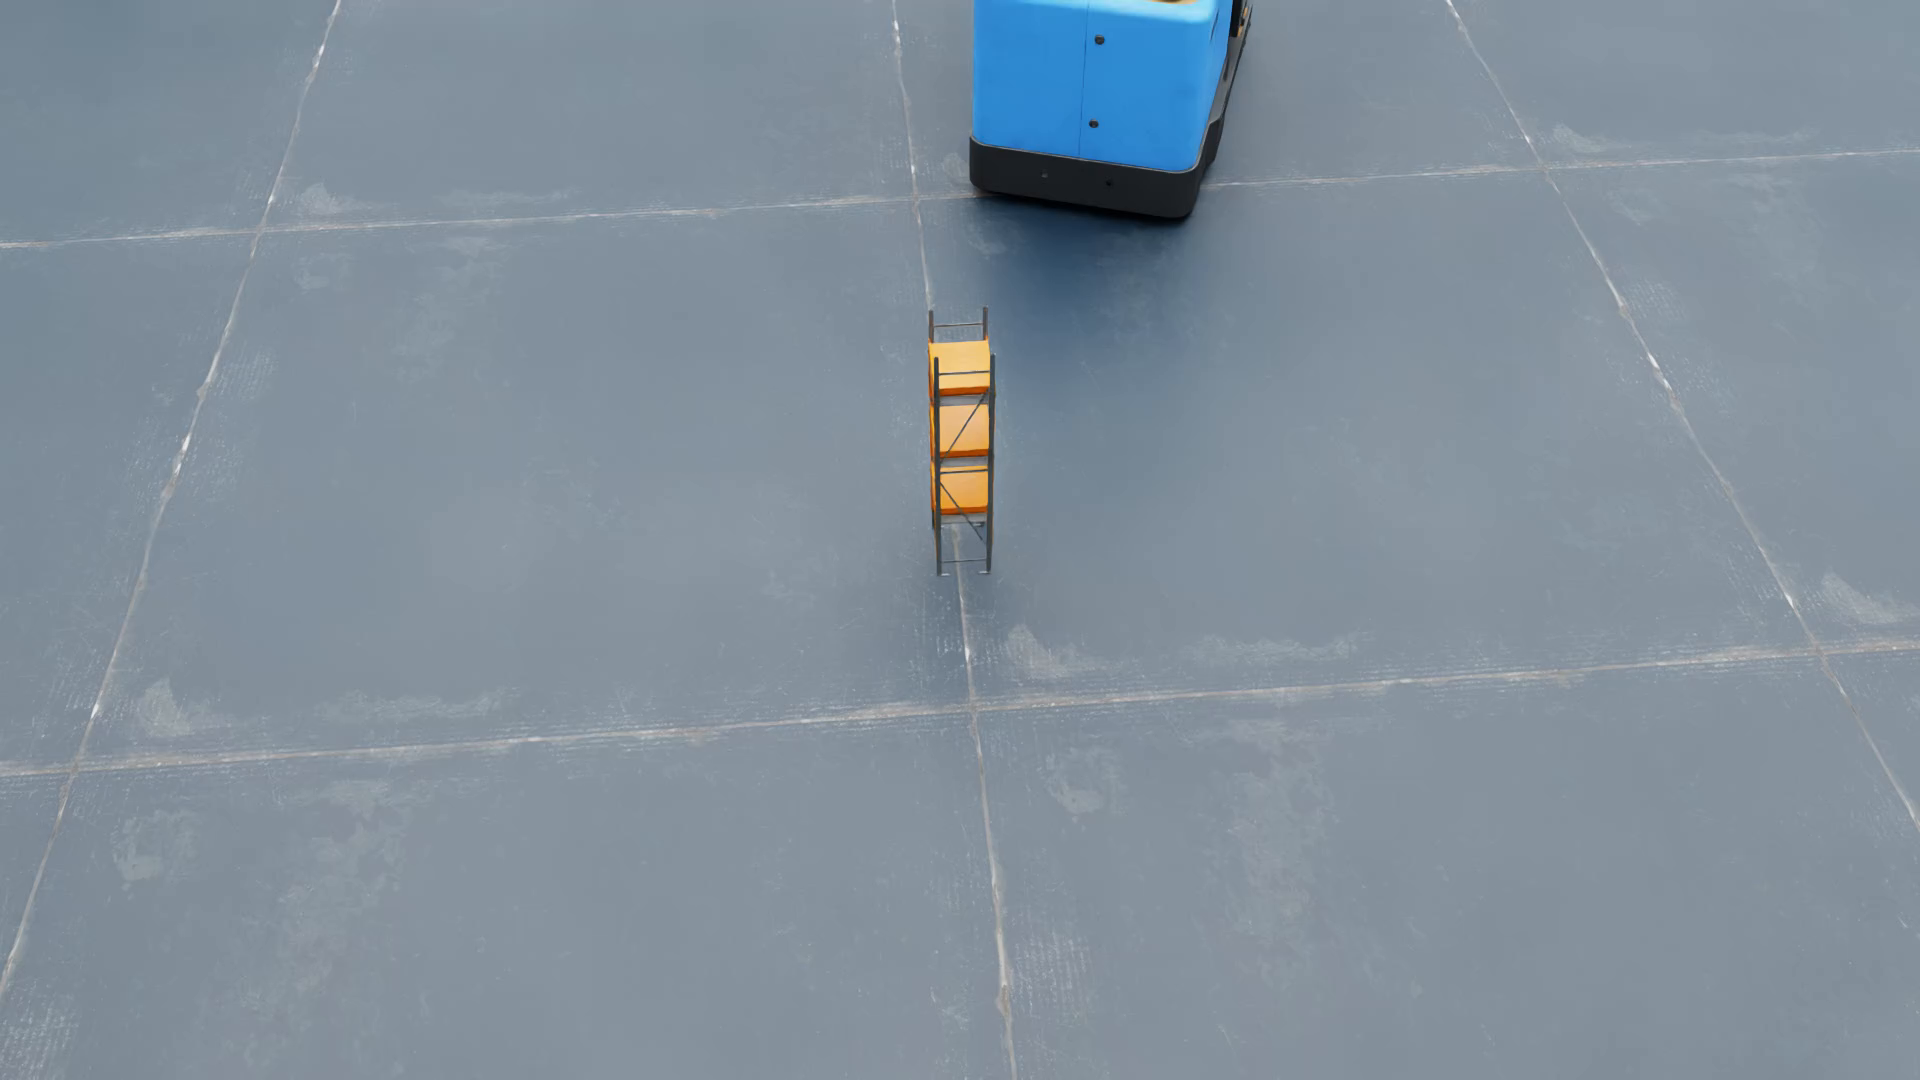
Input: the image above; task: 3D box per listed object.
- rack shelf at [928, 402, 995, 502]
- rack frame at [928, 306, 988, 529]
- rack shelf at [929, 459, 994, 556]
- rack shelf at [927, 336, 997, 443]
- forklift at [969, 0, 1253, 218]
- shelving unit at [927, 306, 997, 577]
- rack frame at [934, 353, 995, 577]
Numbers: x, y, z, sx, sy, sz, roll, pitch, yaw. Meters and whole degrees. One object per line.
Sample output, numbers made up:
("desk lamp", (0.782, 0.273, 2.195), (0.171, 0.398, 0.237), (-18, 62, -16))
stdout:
("rack shelf", (0.004, -0.315, 5.840), (0.215, 0.259, 0.240), (-3, 47, -3))
("rack frame", (-0.006, -0.411, 5.916), (0.200, 1.050, 0.008), (-3, 47, -3))
("rack shelf", (0.004, -0.124, 6.042), (0.215, 0.259, 0.240), (-3, 47, -3))
("rack shelf", (0.004, -0.510, 5.634), (0.215, 0.259, 0.240), (-3, 47, -3))
("forklift", (0.908, -3.560, 7.603), (1.130, 2.935, 3.031), (11, 47, 10))
("shelving unit", (0.004, -0.322, 5.832), (0.215, 1.050, 0.252), (-3, 47, -3))
("rack frame", (0.015, -0.234, 5.749), (0.200, 1.050, 0.008), (-3, 47, -3))
